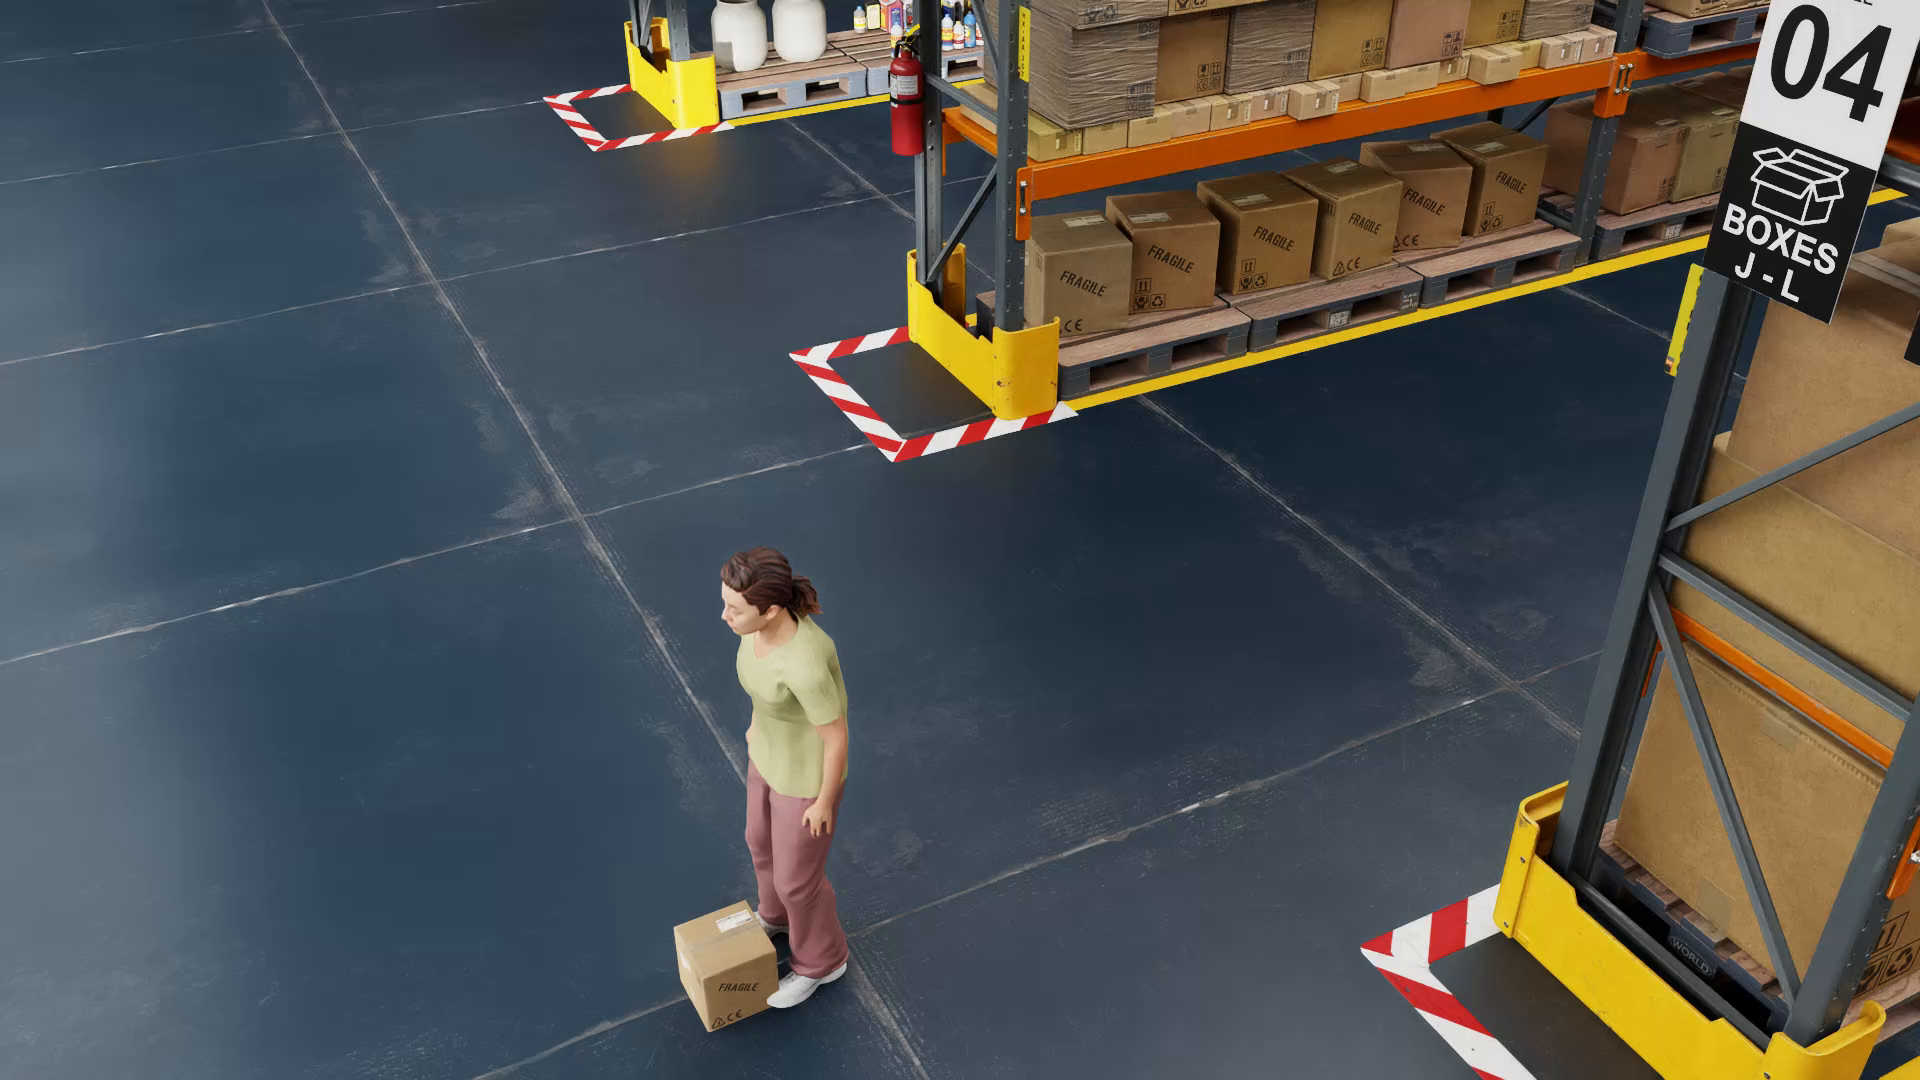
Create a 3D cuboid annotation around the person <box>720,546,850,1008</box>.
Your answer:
[{"bbox_3d":[-0.529,0.719,5.072,0.361,1.638,0.502,-18,37,-25],"label":"person"}]
